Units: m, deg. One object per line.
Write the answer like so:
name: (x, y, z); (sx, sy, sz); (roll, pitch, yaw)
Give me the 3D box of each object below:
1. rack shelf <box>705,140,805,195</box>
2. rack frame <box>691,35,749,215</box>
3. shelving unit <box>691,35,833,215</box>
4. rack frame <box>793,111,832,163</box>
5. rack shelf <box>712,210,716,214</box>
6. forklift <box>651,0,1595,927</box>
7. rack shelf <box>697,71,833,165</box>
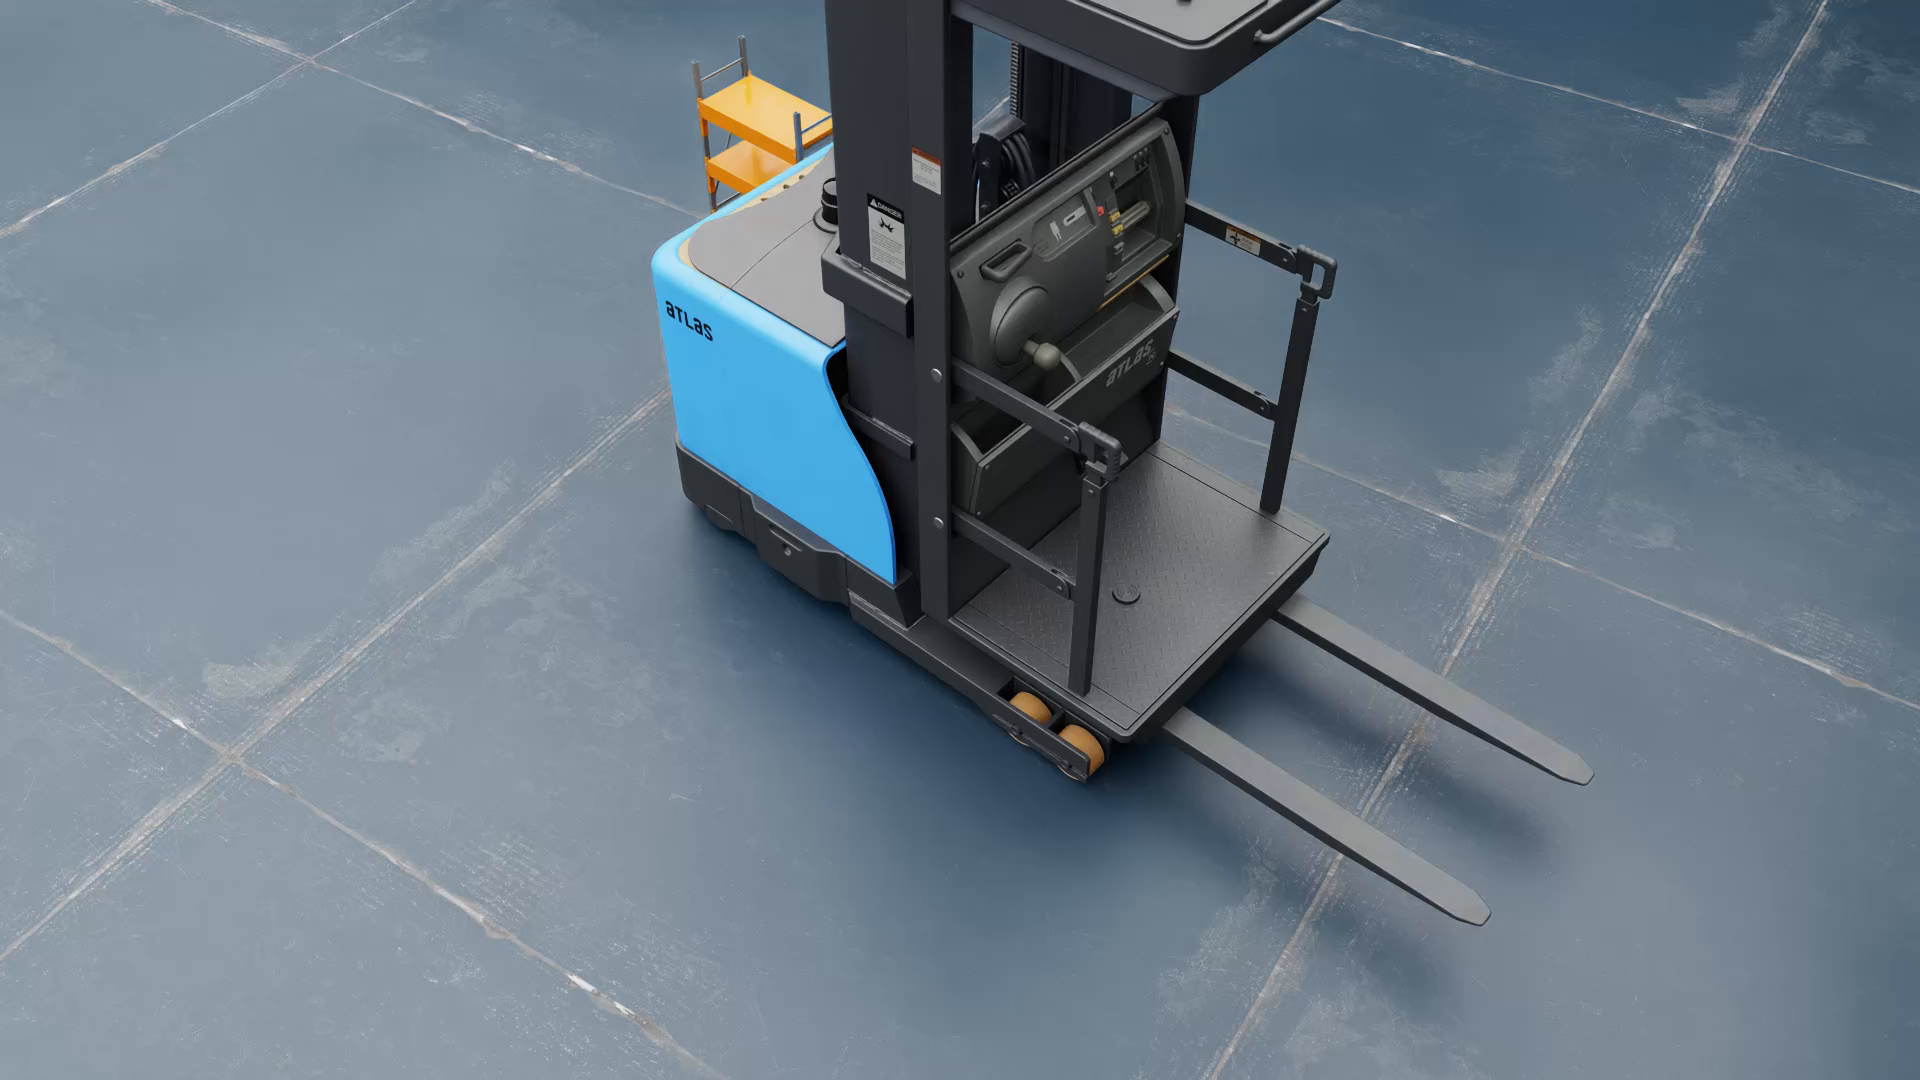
rack shelf: (-0.646, -1.263, 5.922); (0.480, 0.148, 0.258); (32, 54, 27)
rack frame: (-0.830, -1.269, 6.146); (0.015, 1.200, 0.240); (32, 54, 27)
shelving unit: (-0.646, -1.154, 6.034); (0.503, 1.200, 0.258); (32, 54, 27)
rack frame: (-0.462, -1.039, 5.923); (0.015, 1.200, 0.240); (32, 54, 27)
rack shelf: (-0.646, -1.107, 6.083); (0.480, 0.148, 0.258); (32, 54, 27)
forklift: (0.470, -0.728, 4.414); (3.031, 2.935, 1.130); (32, 54, 27)
rack shelf: (-0.646, -1.427, 5.753); (0.480, 0.148, 0.258); (32, 54, 27)
